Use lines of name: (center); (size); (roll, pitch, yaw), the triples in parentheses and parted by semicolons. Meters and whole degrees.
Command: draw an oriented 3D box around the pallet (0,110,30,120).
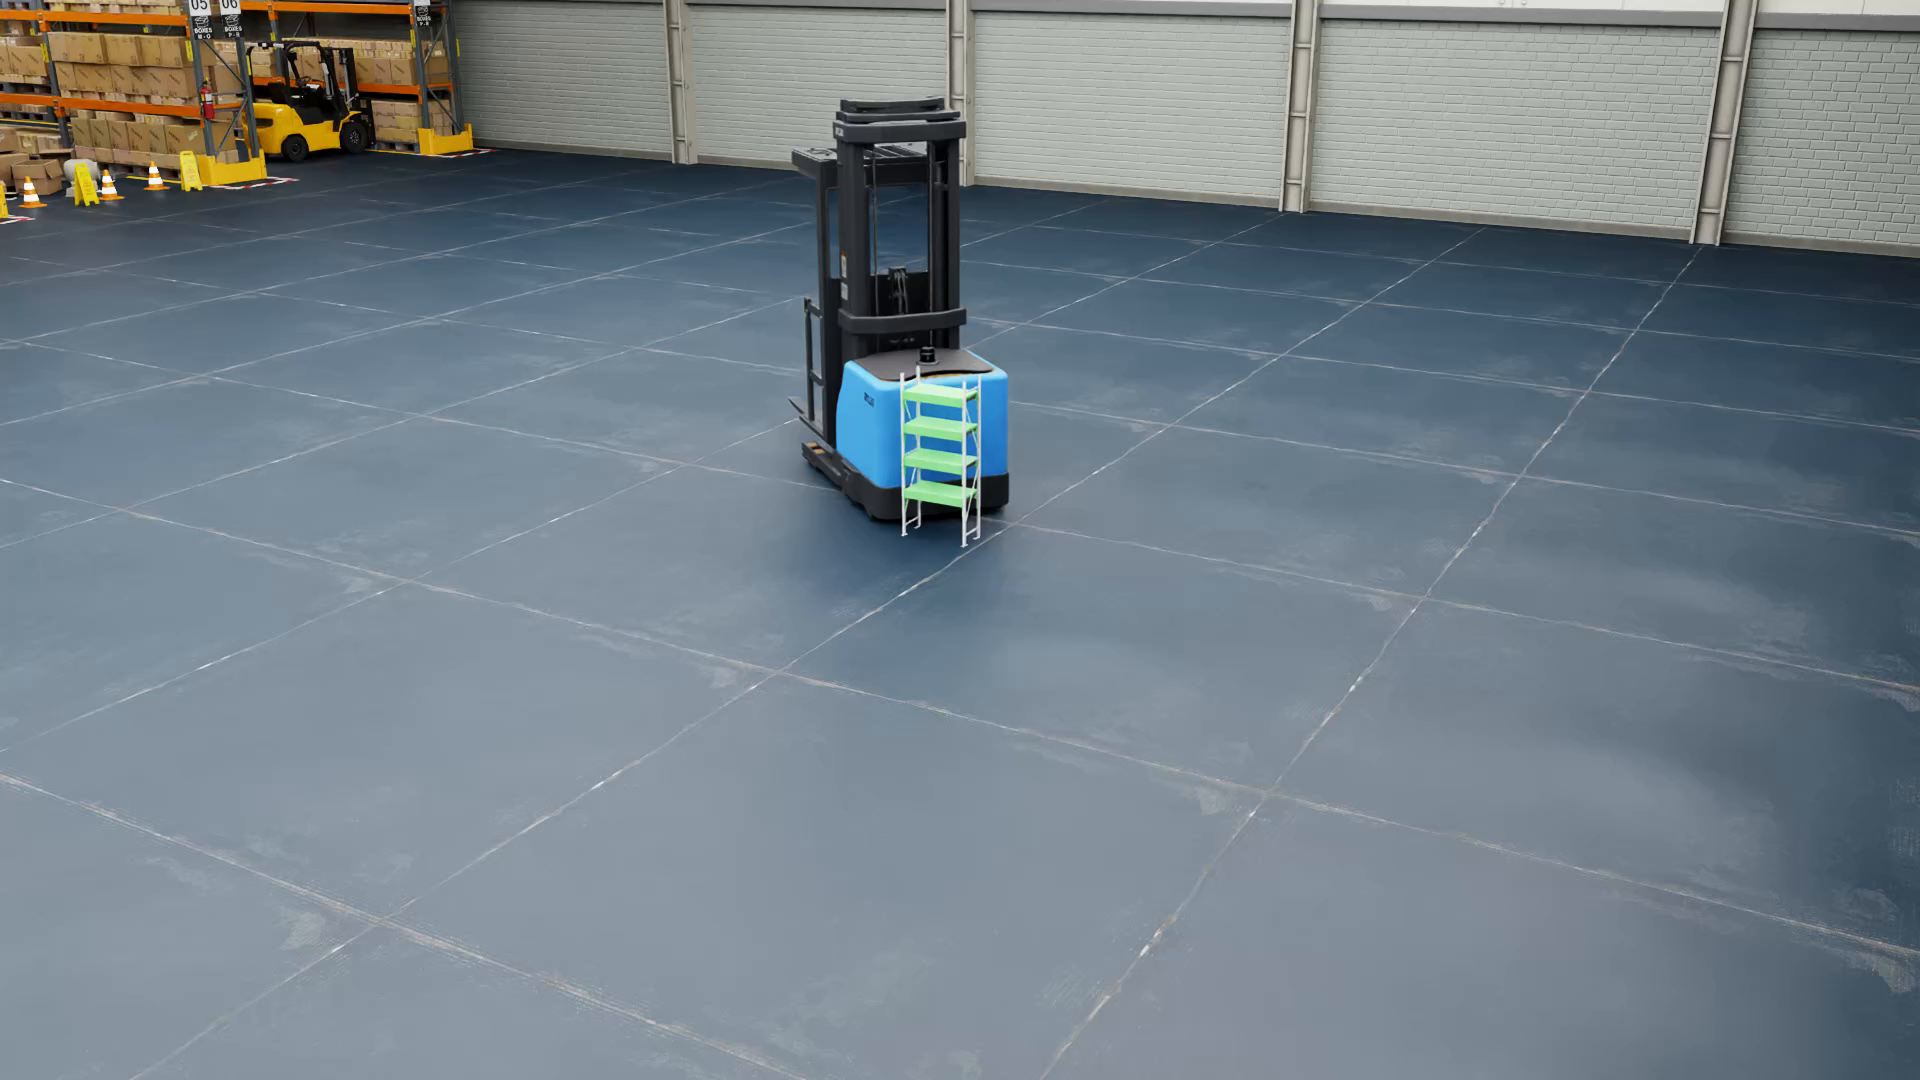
pallet: (-22.441, -10.202, 39.680); (1.213, 0.211, 1.003); (11, 23, 27)

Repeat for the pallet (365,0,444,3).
pallet: (-10.901, -10.694, 32.678); (1.213, 0.211, 1.003); (11, 23, 27)

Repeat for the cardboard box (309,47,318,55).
cardboard box: (-12.991, -9.945, 33.785); (0.250, 0.149, 0.380); (11, 23, 28)

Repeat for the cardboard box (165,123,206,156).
cardboard box: (-13.540, -7.035, 29.176); (0.500, 0.500, 0.500); (11, 23, 28)

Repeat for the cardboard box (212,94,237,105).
cardboard box: (-12.909, -7.722, 29.122); (0.250, 0.149, 0.380); (11, 23, 28)

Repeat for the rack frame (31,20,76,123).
rack frame: (-20.772, -11.196, 38.330); (0.127, 3.000, 1.000); (11, 23, 27)

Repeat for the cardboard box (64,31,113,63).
cardboard box: (-15.492, -8.815, 29.717); (0.500, 0.500, 0.700); (11, 23, 28)

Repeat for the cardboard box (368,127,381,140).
cardboard box: (-11.722, -8.260, 33.655); (0.500, 0.250, 0.500); (11, 23, 28)

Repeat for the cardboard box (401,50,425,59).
cardboard box: (-10.736, -9.526, 32.630); (0.250, 0.149, 0.380); (11, 23, 28)

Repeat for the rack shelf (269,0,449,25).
rack shelf: (-12.042, -10.605, 33.357); (4.000, 0.370, 1.077); (11, 23, 27)

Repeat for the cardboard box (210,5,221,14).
cardboard box: (-12.845, -9.166, 28.704); (0.250, 0.149, 0.380); (11, 23, 27)

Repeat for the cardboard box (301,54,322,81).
cardboard box: (-13.065, -9.679, 34.003); (0.500, 0.500, 0.500); (11, 23, 28)

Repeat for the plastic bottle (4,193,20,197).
plastic bottle: (-15.733, -5.709, 27.515); (0.283, 0.061, 0.133); (3, 20, 9)

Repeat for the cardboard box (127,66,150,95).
cardboard box: (-14.192, -8.086, 29.174); (0.500, 0.500, 0.500); (11, 23, 27)

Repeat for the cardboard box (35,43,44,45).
cardboard box: (-17.338, -9.104, 31.365); (0.500, 0.500, 0.500); (11, 22, 27)

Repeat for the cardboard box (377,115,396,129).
cardboard box: (-11.306, -8.414, 33.346); (0.500, 0.250, 0.500); (11, 22, 27)

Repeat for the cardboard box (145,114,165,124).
cardboard box: (-14.111, -7.423, 29.297); (0.250, 0.149, 0.380); (11, 23, 28)

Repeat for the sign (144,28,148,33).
sign: (-17.537, -10.874, 35.863); (0.005, 0.325, 0.100); (11, 23, 27)

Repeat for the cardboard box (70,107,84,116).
cardboard box: (-19.990, -9.985, 38.043); (0.500, 0.500, 0.500); (10, 22, 27)

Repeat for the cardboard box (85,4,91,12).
cardboard box: (-15.155, -9.384, 29.307); (0.250, 0.149, 0.380); (10, 22, 26)

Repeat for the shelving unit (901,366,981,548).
shelving unit: (-0.134, -0.585, 11.717); (0.503, 1.200, 0.258); (10, 22, 26)

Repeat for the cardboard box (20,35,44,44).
cardboard box: (-17.442, -9.410, 31.257); (0.250, 0.149, 0.380); (12, 23, 30)

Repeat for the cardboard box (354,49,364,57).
cardboard box: (-11.867, -9.732, 33.198); (0.250, 0.149, 0.380); (11, 23, 28)

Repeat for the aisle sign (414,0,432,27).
aisle sign: (-10.382, -10.324, 32.115); (0.004, 0.787, 0.394); (11, 23, 27)

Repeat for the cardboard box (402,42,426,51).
cardboard box: (-10.712, -9.689, 32.642); (0.250, 0.149, 0.380); (11, 23, 27)

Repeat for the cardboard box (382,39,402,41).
cardboard box: (-11.386, -9.987, 33.463); (0.250, 0.149, 0.380); (12, 23, 29)

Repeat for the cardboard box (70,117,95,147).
cardboard box: (-15.822, -7.466, 30.365); (0.500, 0.500, 0.500); (12, 23, 30)

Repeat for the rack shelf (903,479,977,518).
rack shelf: (-0.134, -0.299, 11.821); (0.480, 0.148, 0.258); (10, 22, 26)

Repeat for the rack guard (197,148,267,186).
rack guard: (-12.780, -6.559, 29.215); (0.348, 0.500, 1.175); (11, 23, 27)

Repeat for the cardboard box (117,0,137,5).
cardboard box: (-14.186, -9.375, 28.696); (0.500, 0.250, 0.500); (12, 23, 29)

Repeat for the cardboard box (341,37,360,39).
cardboard box: (-12.460, -10.228, 34.128); (0.250, 0.149, 0.380); (10, 22, 26)

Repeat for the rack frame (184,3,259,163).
rack frame: (-12.714, -7.722, 28.754); (0.127, 3.000, 1.000); (11, 23, 27)

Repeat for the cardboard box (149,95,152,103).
cardboard box: (-14.028, -7.779, 29.279); (0.250, 0.149, 0.380); (11, 23, 28)

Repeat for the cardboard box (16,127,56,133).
cardboard box: (-17.902, -7.669, 31.847); (0.625, 0.372, 0.950); (12, 23, 29)

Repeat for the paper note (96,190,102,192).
paper note: (-14.510, -5.891, 28.060); (0.142, 0.019, 0.148); (3, 20, 9)

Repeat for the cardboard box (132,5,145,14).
cardboard box: (-14.039, -9.165, 28.702); (0.250, 0.149, 0.380); (11, 22, 27)

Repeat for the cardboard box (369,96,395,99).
cardboard box: (-11.937, -8.967, 34.136); (0.500, 0.250, 0.500); (10, 22, 26)

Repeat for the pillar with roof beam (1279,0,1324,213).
pillar with roof beam: (3.150, -8.129, 21.080); (0.400, 9.000, 9.100); (11, 23, 27)

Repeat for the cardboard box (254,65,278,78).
cardboard box: (-14.356, -9.801, 34.705); (0.500, 0.250, 0.500); (11, 23, 29)

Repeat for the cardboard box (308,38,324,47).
cardboard box: (-12.981, -10.086, 33.737); (0.250, 0.149, 0.380); (11, 23, 28)

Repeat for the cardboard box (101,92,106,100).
cardboard box: (-15.148, -7.973, 29.814); (0.250, 0.149, 0.380); (11, 23, 27)

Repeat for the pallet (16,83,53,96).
pallet: (-16.802, -8.467, 31.090); (1.213, 0.211, 1.003); (11, 23, 27)

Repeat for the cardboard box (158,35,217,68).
cardboard box: (-13.266, -8.399, 28.570); (0.500, 0.500, 0.700); (10, 22, 26)

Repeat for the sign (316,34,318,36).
sign: (-13.519, -10.475, 34.958); (0.005, 0.325, 0.100); (11, 23, 27)

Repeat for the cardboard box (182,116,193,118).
cardboard box: (-16.743, -9.504, 36.533); (0.625, 0.625, 0.875); (12, 23, 29)

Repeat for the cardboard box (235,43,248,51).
cardboard box: (-14.911, -10.306, 34.780); (0.250, 0.149, 0.380); (10, 22, 26)

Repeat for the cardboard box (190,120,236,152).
cardboard box: (-13.304, -7.199, 29.630); (0.500, 0.500, 0.500); (10, 22, 26)

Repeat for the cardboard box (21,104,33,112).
cardboard box: (-21.714, -10.172, 38.903); (0.258, 0.266, 0.396); (12, 23, 29)

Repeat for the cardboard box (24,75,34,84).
cardboard box: (-17.011, -8.519, 30.703); (0.250, 0.149, 0.380); (10, 22, 26)

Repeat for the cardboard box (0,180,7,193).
cardboard box: (-16.133, -5.874, 27.668); (0.258, 0.266, 0.396); (16, 25, 36)

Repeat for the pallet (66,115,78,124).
pallet: (-20.044, -9.761, 38.464); (1.213, 0.211, 1.003); (11, 23, 27)

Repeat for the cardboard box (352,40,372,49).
cardboard box: (-11.875, -9.871, 33.145); (0.250, 0.149, 0.380); (11, 23, 28)

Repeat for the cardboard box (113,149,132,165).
cardboard box: (-14.886, -6.940, 30.016); (0.500, 0.250, 0.500); (10, 22, 27)

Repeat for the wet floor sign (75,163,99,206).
wet floor sign: (-14.049, -5.709, 26.658); (0.232, 0.644, 0.267); (7, 21, 18)

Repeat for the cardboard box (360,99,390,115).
cardboard box: (-11.744, -8.723, 33.463); (0.500, 0.250, 0.500); (11, 23, 28)

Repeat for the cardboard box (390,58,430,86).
cardboard box: (-10.854, -9.251, 32.822); (0.500, 0.500, 0.500); (10, 22, 26)

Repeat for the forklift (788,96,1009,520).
forklift: (-0.647, -1.992, 13.059); (1.130, 2.935, 3.031); (-8, 21, -20)
